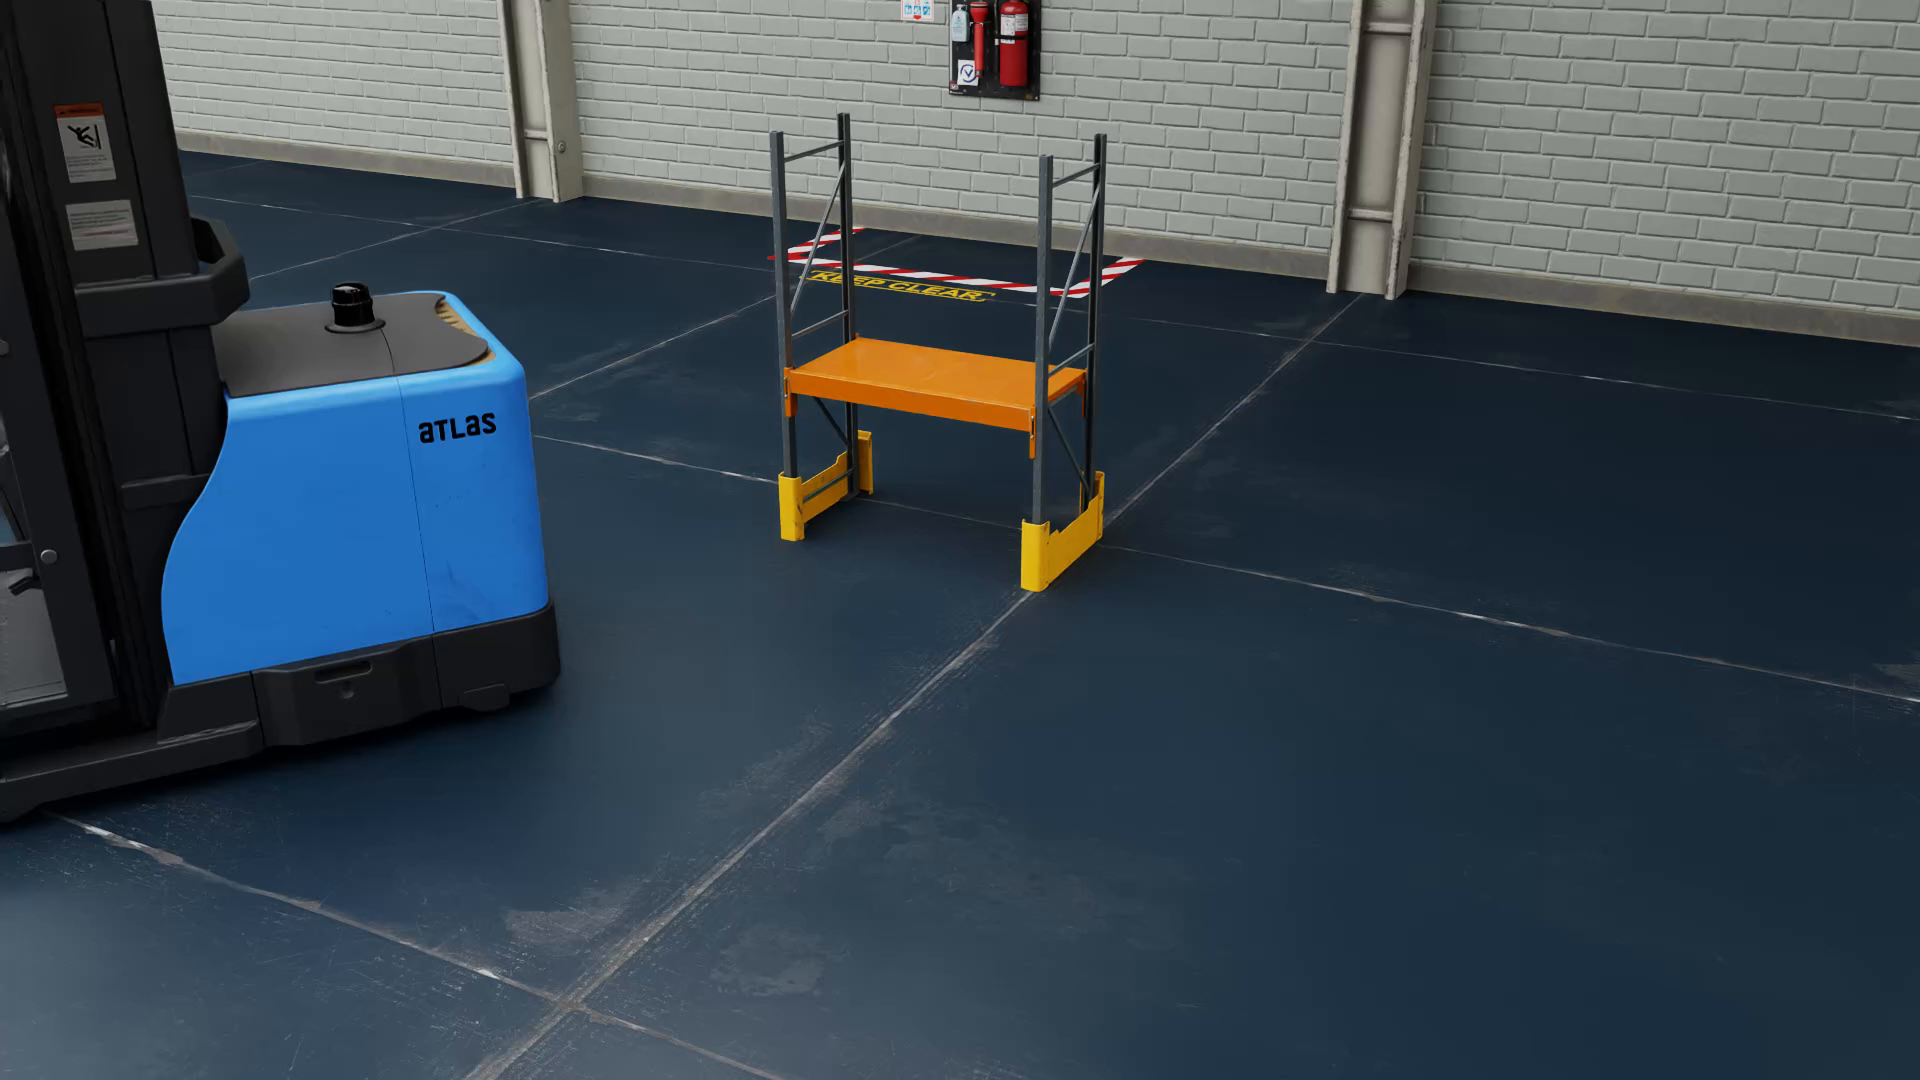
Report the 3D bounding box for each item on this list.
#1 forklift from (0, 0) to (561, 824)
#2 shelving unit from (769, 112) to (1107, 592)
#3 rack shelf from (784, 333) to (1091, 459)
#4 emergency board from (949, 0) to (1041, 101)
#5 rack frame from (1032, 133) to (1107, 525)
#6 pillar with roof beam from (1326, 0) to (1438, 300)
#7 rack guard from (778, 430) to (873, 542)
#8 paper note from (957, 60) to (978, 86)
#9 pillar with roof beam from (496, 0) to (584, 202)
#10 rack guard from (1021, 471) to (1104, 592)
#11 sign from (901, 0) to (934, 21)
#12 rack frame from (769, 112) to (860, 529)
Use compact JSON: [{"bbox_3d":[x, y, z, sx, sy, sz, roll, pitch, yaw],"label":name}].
[{"bbox_3d":[-2.774,-0.760,4.292,3.031,2.935,1.130,-12,26,-25],"label":"forklift"},{"bbox_3d":[-0.068,-0.704,5.988,1.083,1.500,0.587,11,25,25],"label":"shelving unit"},{"bbox_3d":[-0.076,-0.540,6.062,1.000,0.185,0.538,11,25,25],"label":"rack shelf"},{"bbox_3d":[0.177,-3.285,10.142,0.643,1.169,0.194,11,25,25],"label":"emergency board"},{"bbox_3d":[0.378,-0.615,5.781,0.032,1.500,0.500,11,25,25],"label":"rack frame"},{"bbox_3d":[0.423,-4.092,4.375,0.400,9.000,9.100,11,25,25],"label":"pillar with roof beam"},{"bbox_3d":[-0.512,-0.216,6.440,0.087,0.250,0.587,11,25,25],"label":"rack guard"},{"bbox_3d":[0.050,-2.935,10.444,0.142,0.148,0.016,11,25,25],"label":"paper note"},{"bbox_3d":[-4.932,-5.152,6.866,0.400,9.000,9.100,11,25,25],"label":"pillar with roof beam"},{"bbox_3d":[0.376,-0.041,6.026,0.087,0.250,0.587,11,25,25],"label":"rack guard"},{"bbox_3d":[-0.270,-3.435,10.449,0.234,0.329,0.001,11,25,25],"label":"sign"},{"bbox_3d":[-0.530,-0.795,6.203,0.032,1.500,0.500,11,25,25],"label":"rack frame"}]
